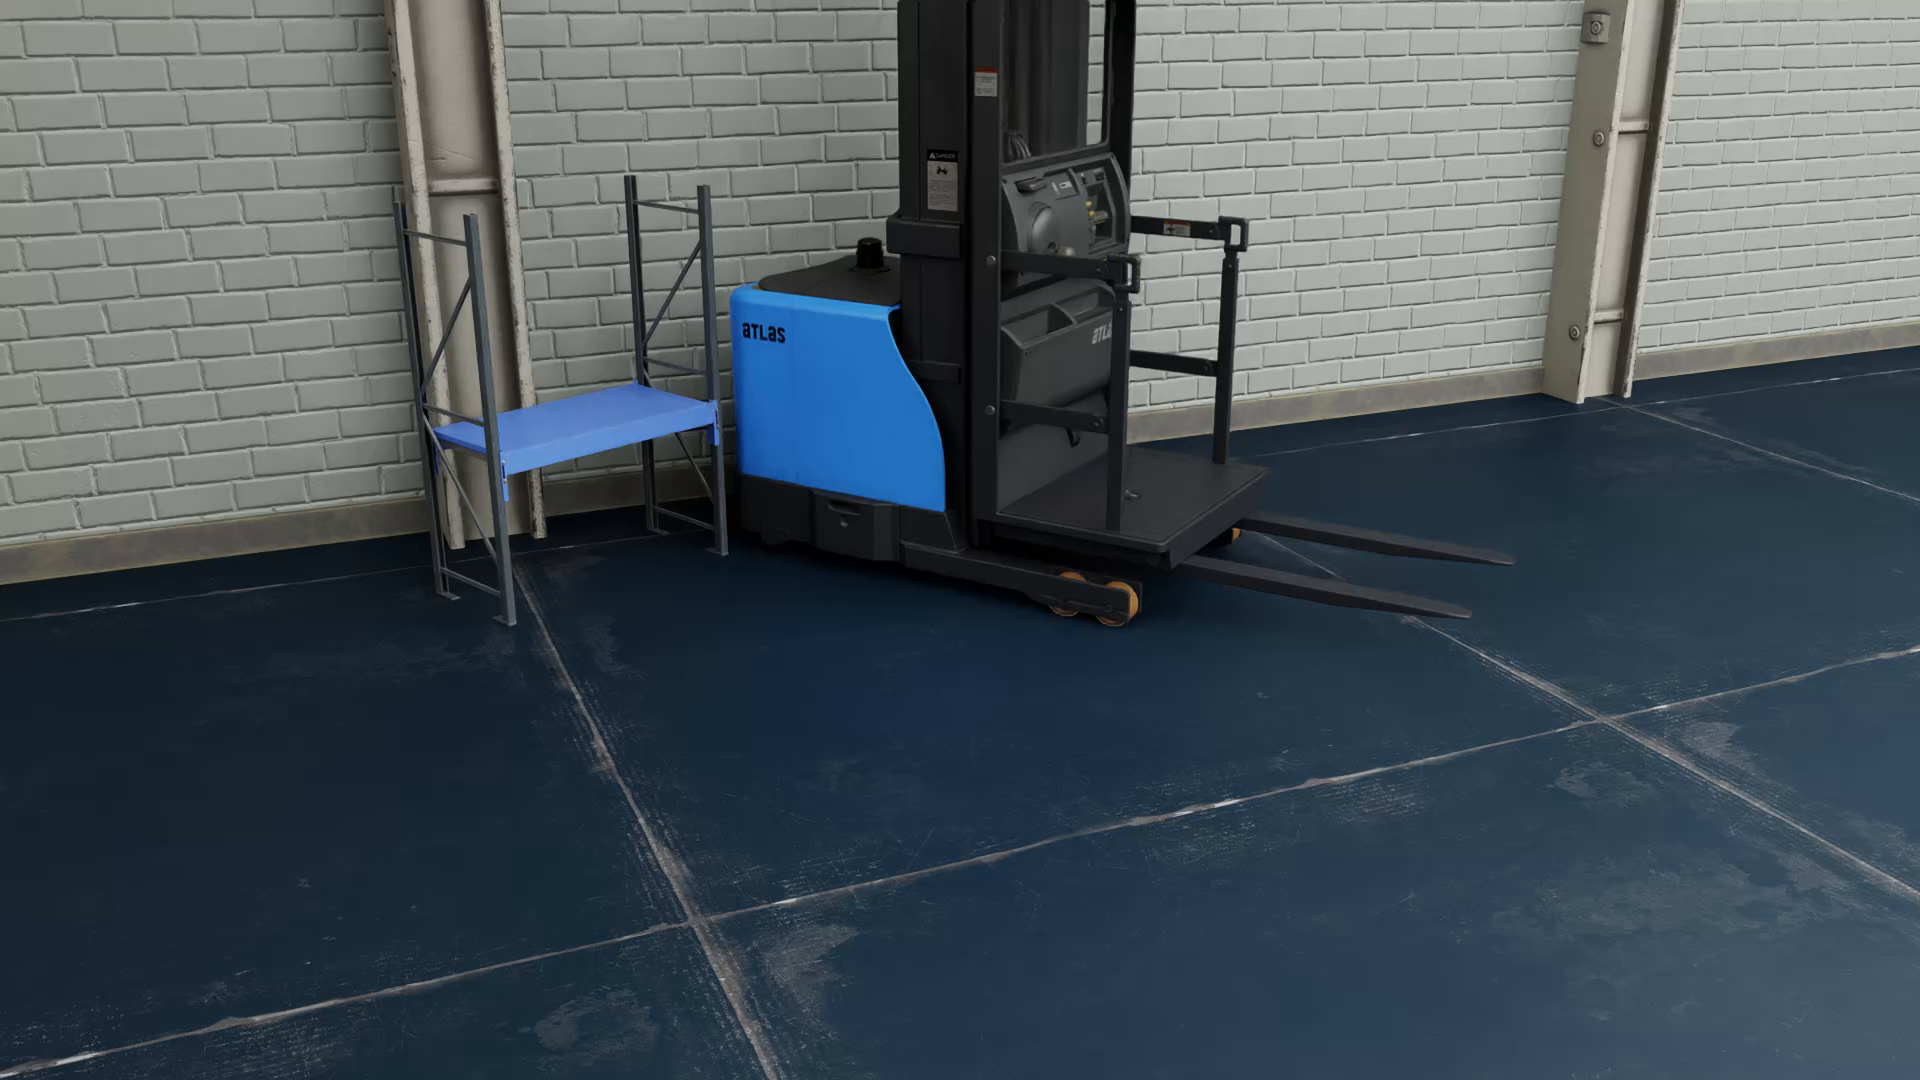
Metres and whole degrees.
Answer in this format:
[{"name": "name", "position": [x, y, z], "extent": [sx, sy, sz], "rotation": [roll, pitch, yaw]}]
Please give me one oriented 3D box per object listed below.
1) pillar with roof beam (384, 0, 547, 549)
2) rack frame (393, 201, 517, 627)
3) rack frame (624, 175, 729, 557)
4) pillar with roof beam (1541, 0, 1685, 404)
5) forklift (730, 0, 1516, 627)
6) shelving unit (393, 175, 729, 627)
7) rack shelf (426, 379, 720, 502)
[{"name": "pillar with roof beam", "position": [-0.290, -2.966, 1.896], "extent": [0.400, 9.000, 9.100], "rotation": [-8, 21, -22]}, {"name": "rack frame", "position": [-1.831, -0.448, 6.036], "extent": [0.500, 1.500, 0.032], "rotation": [17, 25, 39]}, {"name": "rack frame", "position": [-1.150, -0.699, 6.748], "extent": [0.500, 1.500, 0.032], "rotation": [17, 25, 39]}, {"name": "pillar with roof beam", "position": [5.219, -3.755, 4.138], "extent": [0.400, 9.000, 9.100], "rotation": [-8, 21, -22]}, {"name": "forklift", "position": [0.588, -1.263, 6.197], "extent": [3.031, 2.935, 1.130], "rotation": [11, 22, 29]}, {"name": "shelving unit", "position": [-1.490, -0.573, 6.392], "extent": [0.538, 1.500, 1.048], "rotation": [17, 25, 39]}, {"name": "rack shelf", "position": [-1.490, -0.404, 6.452], "extent": [0.538, 0.185, 1.000], "rotation": [17, 25, 39]}]
